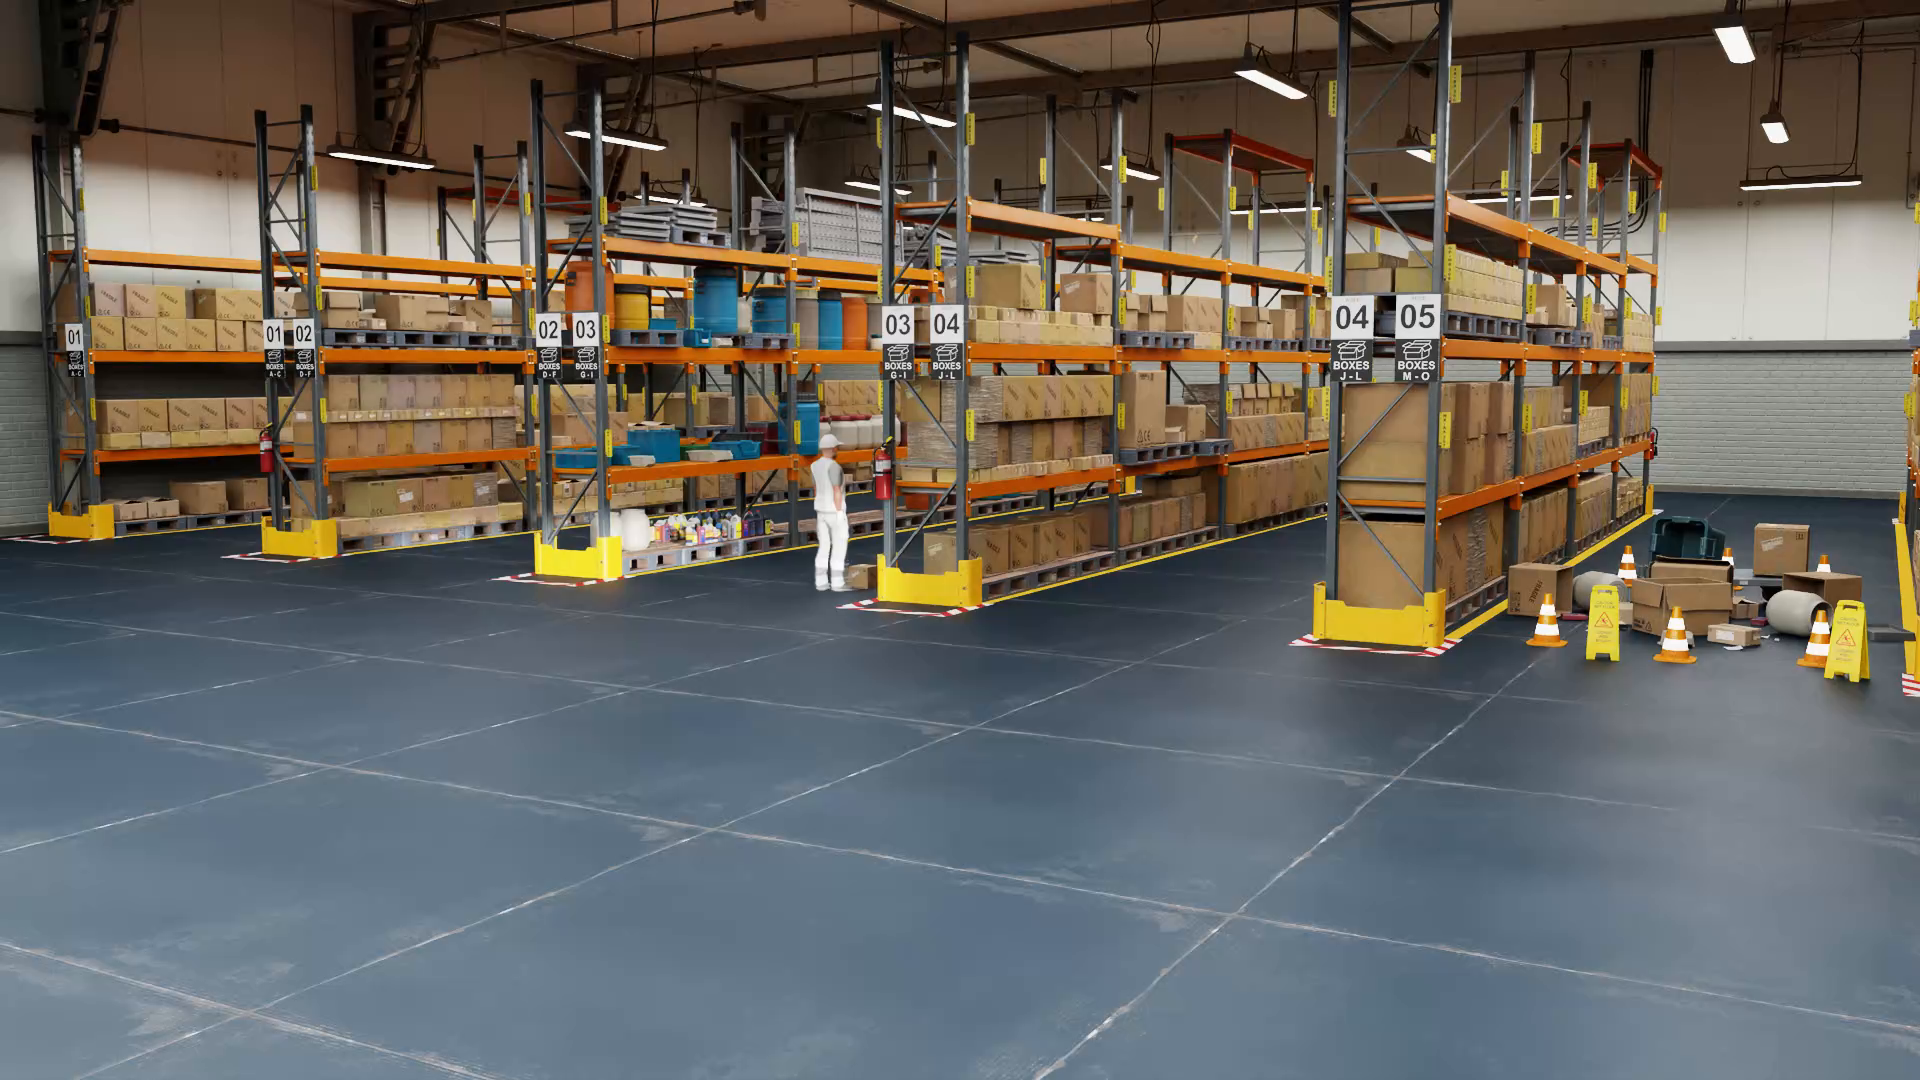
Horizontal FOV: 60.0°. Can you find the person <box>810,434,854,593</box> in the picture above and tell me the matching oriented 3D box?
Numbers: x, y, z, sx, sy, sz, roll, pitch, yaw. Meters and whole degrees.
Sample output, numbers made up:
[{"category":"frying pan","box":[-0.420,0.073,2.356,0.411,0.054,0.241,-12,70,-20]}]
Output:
[{"category":"person","box":[-1.461,-0.311,18.993,0.387,1.787,0.529,-5,7,-38]}]
